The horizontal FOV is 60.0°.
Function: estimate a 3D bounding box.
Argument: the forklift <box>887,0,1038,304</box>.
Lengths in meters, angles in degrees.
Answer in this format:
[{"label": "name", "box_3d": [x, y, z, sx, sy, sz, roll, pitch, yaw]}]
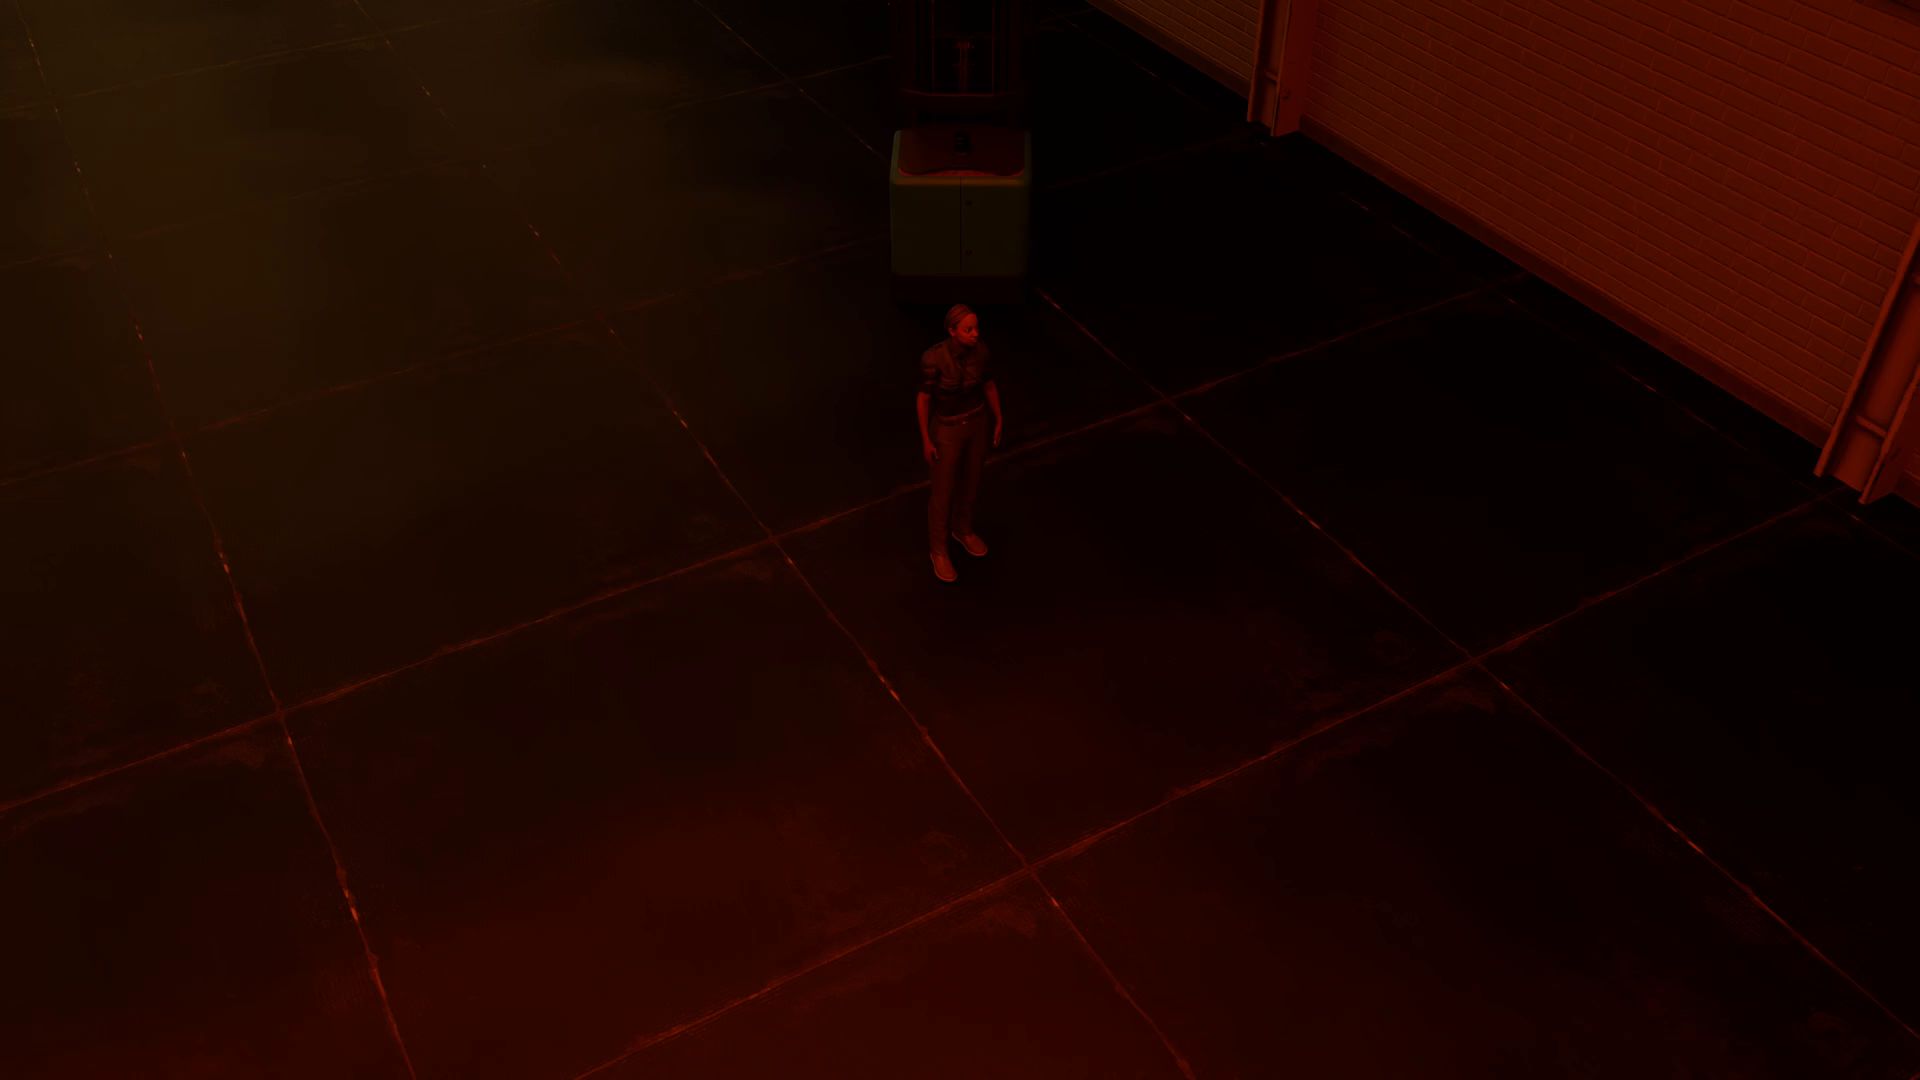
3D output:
[{"label": "forklift", "box_3d": [0.033, -3.792, 12.608, 1.130, 2.935, 3.031, 1, 40, 1]}]

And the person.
[{"label": "person", "box_3d": [0.027, -0.587, 9.733, 0.569, 1.654, 0.504, -20, 44, -23]}]
